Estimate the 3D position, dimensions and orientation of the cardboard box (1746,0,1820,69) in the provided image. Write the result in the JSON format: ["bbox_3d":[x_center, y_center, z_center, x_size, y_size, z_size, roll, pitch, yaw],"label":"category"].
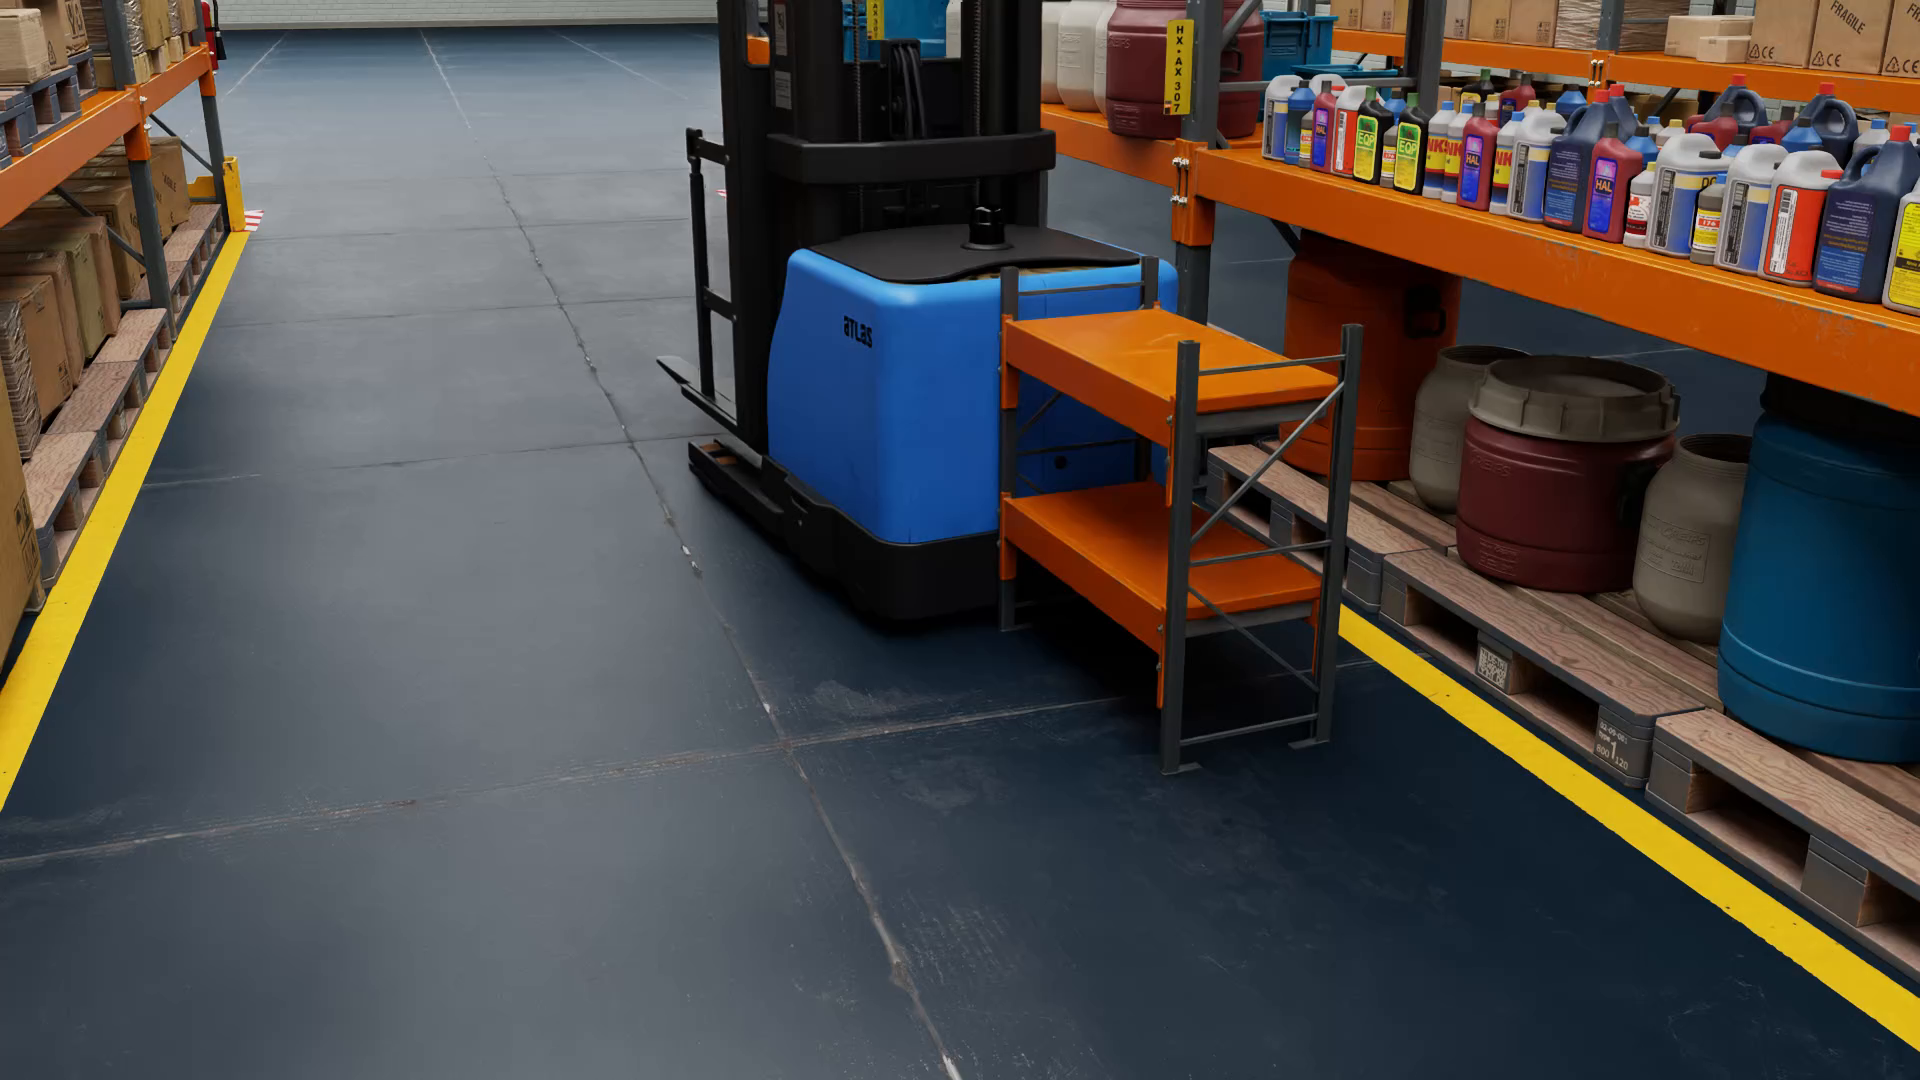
[{"bbox_3d":[5.137,-3.106,9.979,0.500,0.500,0.500,-5,20,-13],"label":"cardboard box"}]

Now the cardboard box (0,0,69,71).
[{"bbox_3d":[-4.027,-2.125,6.621,0.797,0.503,0.637,-4,20,-12],"label":"cardboard box"}]

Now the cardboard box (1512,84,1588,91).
[{"bbox_3d":[4.583,-3.236,12.825,0.500,0.500,0.500,-6,21,-17],"label":"cardboard box"}]

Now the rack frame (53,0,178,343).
[{"bbox_3d":[-4.660,-2.425,8.231,1.000,3.000,0.127,-6,21,-17],"label":"rack frame"}]

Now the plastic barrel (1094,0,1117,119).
[{"bbox_3d":[0.773,-2.028,6.959,0.421,0.512,0.421,0,20,0],"label":"plastic barrel"}]

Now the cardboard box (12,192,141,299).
[{"bbox_3d":[-4.747,-1.579,8.952,0.500,0.500,0.500,-7,21,-19],"label":"cardboard box"}]

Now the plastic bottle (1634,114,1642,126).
[{"bbox_3d":[2.076,-1.221,5.171,0.097,0.201,0.097,0,20,0],"label":"plastic bottle"}]

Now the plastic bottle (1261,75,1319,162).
[{"bbox_3d":[1.129,-1.436,5.661,0.152,0.276,0.135,-6,21,-17],"label":"plastic bottle"}]

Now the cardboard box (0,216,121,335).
[{"bbox_3d":[-4.487,-1.256,8.024,0.700,0.500,0.500,-8,21,-21],"label":"cardboard box"}]

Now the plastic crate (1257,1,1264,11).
[{"bbox_3d":[1.082,-2.249,7.646,0.402,0.464,0.583,-6,21,-17],"label":"plastic crate"}]

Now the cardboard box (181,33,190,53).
[{"bbox_3d":[-5.426,-3.366,11.222,0.380,0.149,0.250,-6,21,-17],"label":"cardboard box"}]

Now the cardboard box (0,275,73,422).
[{"bbox_3d":[-4.003,-0.743,6.594,0.700,0.500,0.500,-5,20,-13],"label":"cardboard box"}]

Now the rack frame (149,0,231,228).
[{"bbox_3d":[-5.917,-3.709,11.805,1.000,3.000,0.127,-6,21,-17],"label":"rack frame"}]

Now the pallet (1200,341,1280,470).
[{"bbox_3d":[1.093,-0.608,7.297,1.003,0.211,1.213,-6,21,-17],"label":"pallet"}]

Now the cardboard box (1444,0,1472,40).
[{"bbox_3d":[4.112,-4.159,12.912,0.700,0.500,0.500,-6,21,-16],"label":"cardboard box"}]

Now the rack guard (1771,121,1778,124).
[{"bbox_3d":[8.214,-4.087,16.555,1.175,0.500,0.348,-6,21,-17],"label":"rack guard"}]

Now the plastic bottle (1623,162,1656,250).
[{"bbox_3d":[1.675,-0.814,4.038,0.097,0.201,0.097,0,20,0],"label":"plastic bottle"}]

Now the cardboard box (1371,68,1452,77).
[{"bbox_3d":[3.940,-3.876,14.608,0.500,0.500,0.500,-6,21,-17],"label":"cardboard box"}]

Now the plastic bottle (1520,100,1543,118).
[{"bbox_3d":[1.923,-1.377,5.606,0.097,0.201,0.097,0,20,0],"label":"plastic bottle"}]

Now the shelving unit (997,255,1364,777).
[{"bbox_3d":[0.549,-0.121,4.590,0.538,1.125,1.048,-8,21,-21],"label":"shelving unit"}]

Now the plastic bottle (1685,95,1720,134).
[{"bbox_3d":[2.191,-1.162,4.886,0.061,0.283,0.133,-6,21,-17],"label":"plastic bottle"}]

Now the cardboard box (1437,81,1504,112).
[{"bbox_3d":[3.915,-3.339,13.113,0.500,0.500,0.500,-6,21,-17],"label":"cardboard box"}]

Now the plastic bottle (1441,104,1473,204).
[{"bbox_3d":[1.430,-1.097,4.724,0.097,0.271,0.097,0,20,0],"label":"plastic bottle"}]

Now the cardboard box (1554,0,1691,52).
[{"bbox_3d":[4.600,-3.665,11.536,0.700,0.500,0.500,-7,21,-19],"label":"cardboard box"}]

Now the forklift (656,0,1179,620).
[{"bbox_3d":[-0.411,-1.595,6.021,1.130,2.935,3.031,-9,22,-25],"label":"forklift"}]

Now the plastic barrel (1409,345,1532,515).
[{"bbox_3d":[1.732,-0.368,5.562,0.421,0.512,0.421,0,20,0],"label":"plastic barrel"}]

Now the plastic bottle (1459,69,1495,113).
[{"bbox_3d":[1.832,-1.528,5.907,0.061,0.283,0.133,-6,21,-17],"label":"plastic bottle"}]

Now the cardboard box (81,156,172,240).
[{"bbox_3d":[-5.337,-2.137,10.504,0.500,0.500,0.500,-4,20,-12],"label":"cardboard box"}]

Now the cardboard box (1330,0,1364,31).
[{"bbox_3d":[3.623,-4.656,14.294,0.700,0.500,0.500,-6,21,-17],"label":"cardboard box"}]

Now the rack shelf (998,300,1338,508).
[{"bbox_3d":[0.549,-0.397,4.492,0.538,0.278,1.000,-8,21,-21],"label":"rack shelf"}]

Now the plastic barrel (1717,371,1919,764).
[{"bbox_3d":[2.179,0.002,3.956,0.600,0.901,0.708,-6,21,-17],"label":"plastic barrel"}]

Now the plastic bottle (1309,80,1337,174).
[{"bbox_3d":[1.189,-1.329,5.353,0.061,0.283,0.133,-6,21,-17],"label":"plastic bottle"}]

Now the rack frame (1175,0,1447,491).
[{"bbox_3d":[1.300,-1.668,6.122,1.000,3.000,0.127,-6,21,-17],"label":"rack frame"}]

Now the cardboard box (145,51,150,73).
[{"bbox_3d":[-4.613,-2.567,8.997,0.380,0.149,0.250,-6,21,-17],"label":"cardboard box"}]

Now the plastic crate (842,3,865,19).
[{"bbox_3d":[-0.774,-4.036,12.936,0.499,0.251,0.616,-6,21,-17],"label":"plastic crate"}]

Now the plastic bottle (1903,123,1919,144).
[{"bbox_3d":[2.399,-0.924,4.243,0.097,0.271,0.097,0,20,0],"label":"plastic bottle"}]

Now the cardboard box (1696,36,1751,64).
[{"bbox_3d":[4.830,-3.052,10.348,0.380,0.149,0.250,-6,21,-17],"label":"cardboard box"}]

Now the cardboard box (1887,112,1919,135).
[{"bbox_3d":[8.684,-3.663,14.724,0.700,0.500,0.500,-8,21,-21],"label":"cardboard box"}]

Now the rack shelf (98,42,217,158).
[{"bbox_3d":[-5.288,-2.728,10.139,1.077,0.370,4.000,-6,21,-17],"label":"rack shelf"}]

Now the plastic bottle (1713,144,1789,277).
[{"bbox_3d":[1.810,-0.740,3.723,0.152,0.276,0.135,-6,21,-17],"label":"plastic bottle"}]

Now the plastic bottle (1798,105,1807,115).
[{"bbox_3d":[2.291,-1.059,4.601,0.061,0.283,0.133,-6,21,-17],"label":"plastic bottle"}]

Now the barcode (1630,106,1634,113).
[{"bbox_3d":[4.431,-2.833,10.993,0.001,0.075,0.075,-6,21,-17],"label":"barcode"}]

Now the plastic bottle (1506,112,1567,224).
[{"bbox_3d":[1.565,-0.991,4.422,0.152,0.276,0.135,-6,21,-17],"label":"plastic bottle"}]

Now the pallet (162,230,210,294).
[{"bbox_3d":[-5.291,-1.717,10.384,1.003,0.211,1.213,-6,21,-17],"label":"pallet"}]

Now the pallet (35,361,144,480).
[{"bbox_3d":[-4.026,-0.471,6.915,1.003,0.211,1.213,-6,21,-17],"label":"pallet"}]

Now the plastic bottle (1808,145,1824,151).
[{"bbox_3d":[1.923,-0.757,3.777,0.097,0.271,0.097,0,20,0],"label":"plastic bottle"}]

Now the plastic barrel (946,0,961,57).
[{"bbox_3d":[0.135,-2.685,8.753,0.433,0.535,0.433,0,20,0],"label":"plastic barrel"}]

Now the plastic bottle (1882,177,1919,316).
[{"bbox_3d":[1.957,-0.621,3.281,0.144,0.351,0.185,-6,21,-17],"label":"plastic bottle"}]

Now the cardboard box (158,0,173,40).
[{"bbox_3d":[-5.237,-3.242,9.917,0.875,0.500,0.500,-6,21,-17],"label":"cardboard box"}]

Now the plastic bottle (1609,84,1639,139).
[{"bbox_3d":[1.713,-1.034,4.431,0.144,0.351,0.185,-6,21,-17],"label":"plastic bottle"}]

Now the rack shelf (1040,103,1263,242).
[{"bbox_3d":[0.671,-1.971,8.031,1.077,0.370,4.000,-6,21,-17],"label":"rack shelf"}]

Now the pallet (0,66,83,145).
[{"bbox_3d":[-4.063,-1.682,6.446,1.003,0.211,1.213,-6,21,-17],"label":"pallet"}]

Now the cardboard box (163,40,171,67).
[{"bbox_3d":[-4.926,-2.888,9.891,0.380,0.149,0.250,-6,21,-17],"label":"cardboard box"}]

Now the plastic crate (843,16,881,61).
[{"bbox_3d":[-0.563,-3.208,10.630,0.499,0.251,0.616,-6,21,-17],"label":"plastic crate"}]

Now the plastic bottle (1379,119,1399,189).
[{"bbox_3d":[1.327,-1.170,5.029,0.097,0.201,0.097,0,20,0],"label":"plastic bottle"}]

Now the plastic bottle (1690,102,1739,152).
[{"bbox_3d":[2.112,-1.087,4.678,0.061,0.283,0.133,-6,21,-17],"label":"plastic bottle"}]

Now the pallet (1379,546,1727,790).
[{"bbox_3d":[1.967,0.284,4.813,1.003,0.211,1.213,-6,21,-17],"label":"pallet"}]
